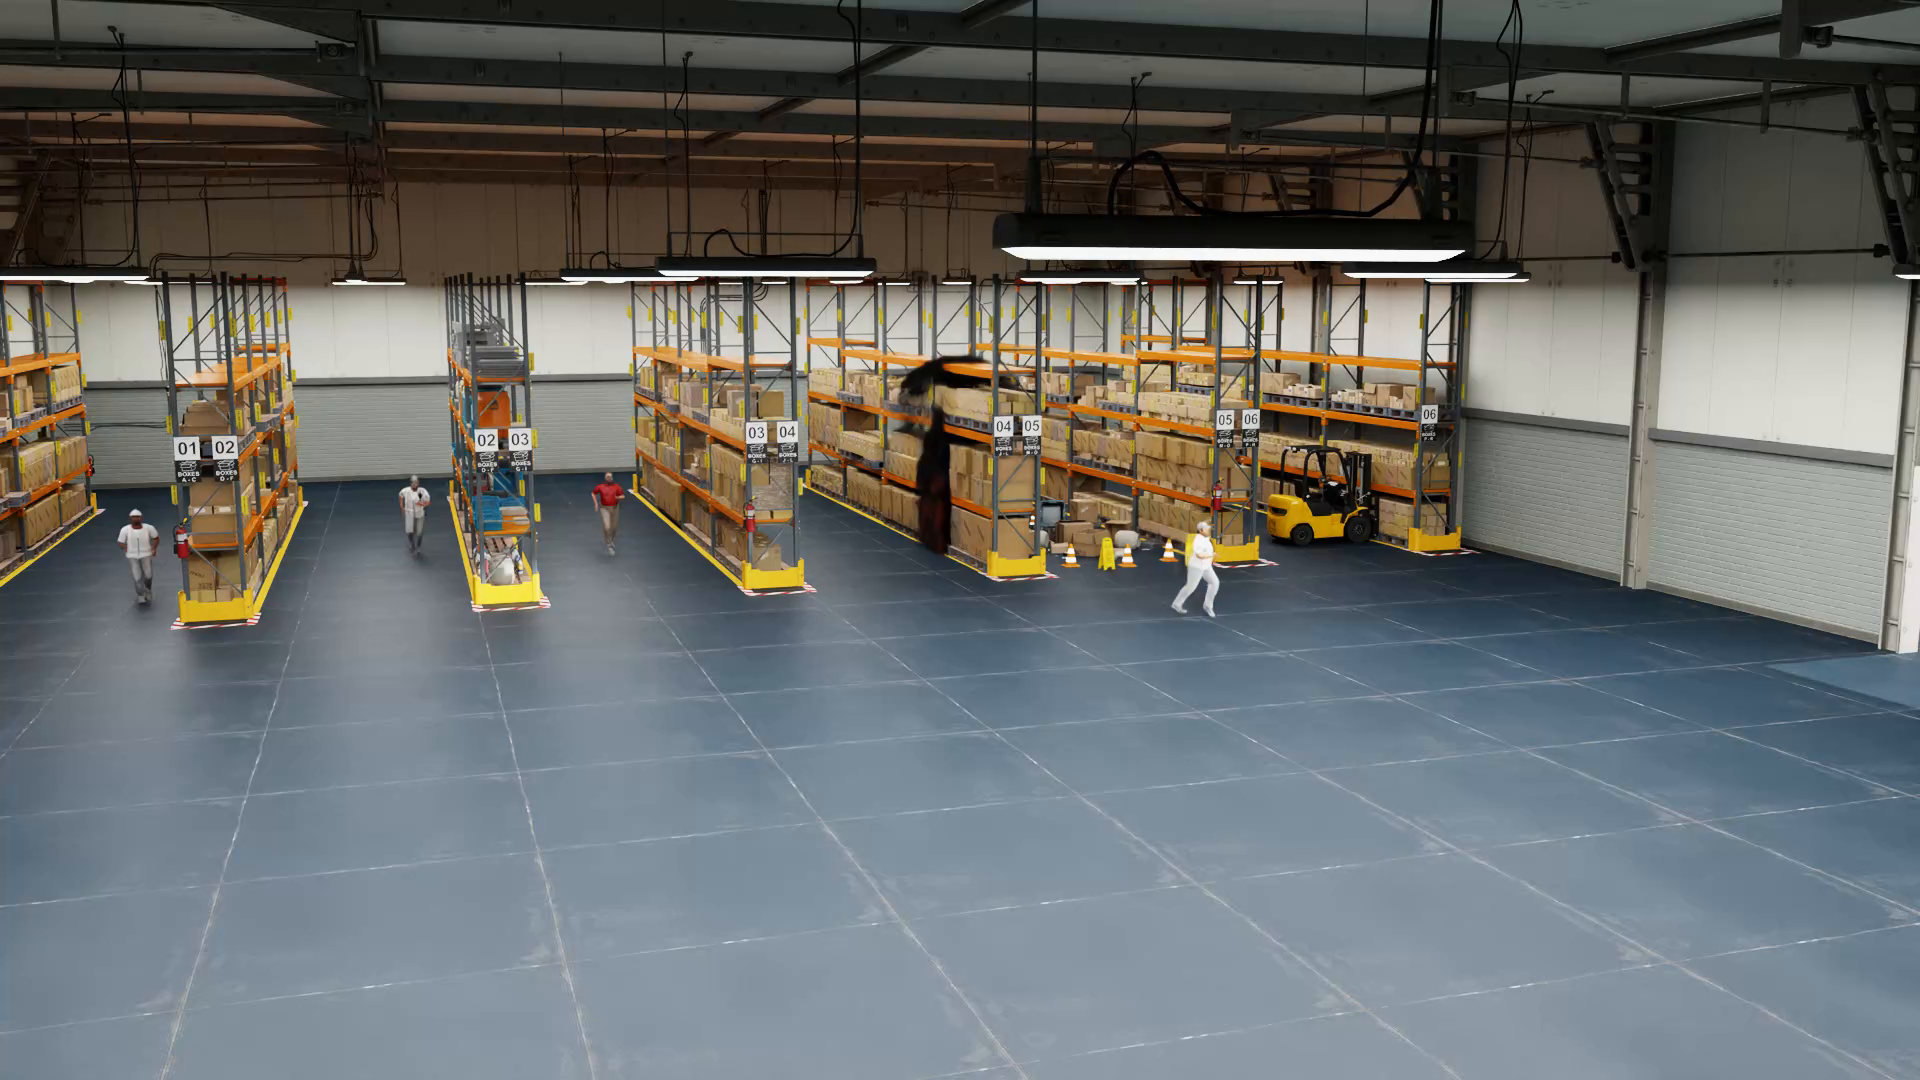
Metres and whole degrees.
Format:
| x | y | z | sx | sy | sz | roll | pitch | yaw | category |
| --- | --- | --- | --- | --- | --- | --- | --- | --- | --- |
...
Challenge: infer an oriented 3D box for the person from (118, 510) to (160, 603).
| x | y | z | sx | sy | sz | roll | pitch | yaw | category |
| --- | --- | --- | --- | --- | --- | --- | --- | --- | --- |
| -14.938 | 0.309 | 30.268 | 0.671 | 1.720 | 0.587 | -4 | 9 | -25 | person |

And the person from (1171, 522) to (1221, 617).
| x | y | z | sx | sy | sz | roll | pitch | yaw | category |
| --- | --- | --- | --- | --- | --- | --- | --- | --- | --- |
| 4.191 | 0.518 | 29.227 | 0.871 | 1.708 | 0.611 | 5 | 10 | 31 | person |

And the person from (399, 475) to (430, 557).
| x | y | z | sx | sy | sz | roll | pitch | yaw | category |
| --- | --- | --- | --- | --- | --- | --- | --- | --- | --- |
| -11.704 | -0.519 | 35.719 | 0.639 | 1.772 | 0.784 | -3 | 9 | -18 | person |

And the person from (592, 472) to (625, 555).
| x | y | z | sx | sy | sz | roll | pitch | yaw | category |
| --- | --- | --- | --- | --- | --- | --- | --- | --- | --- |
| -7.636 | -0.606 | 36.262 | 0.656 | 1.743 | 0.954 | -4 | 10 | -27 | person |
